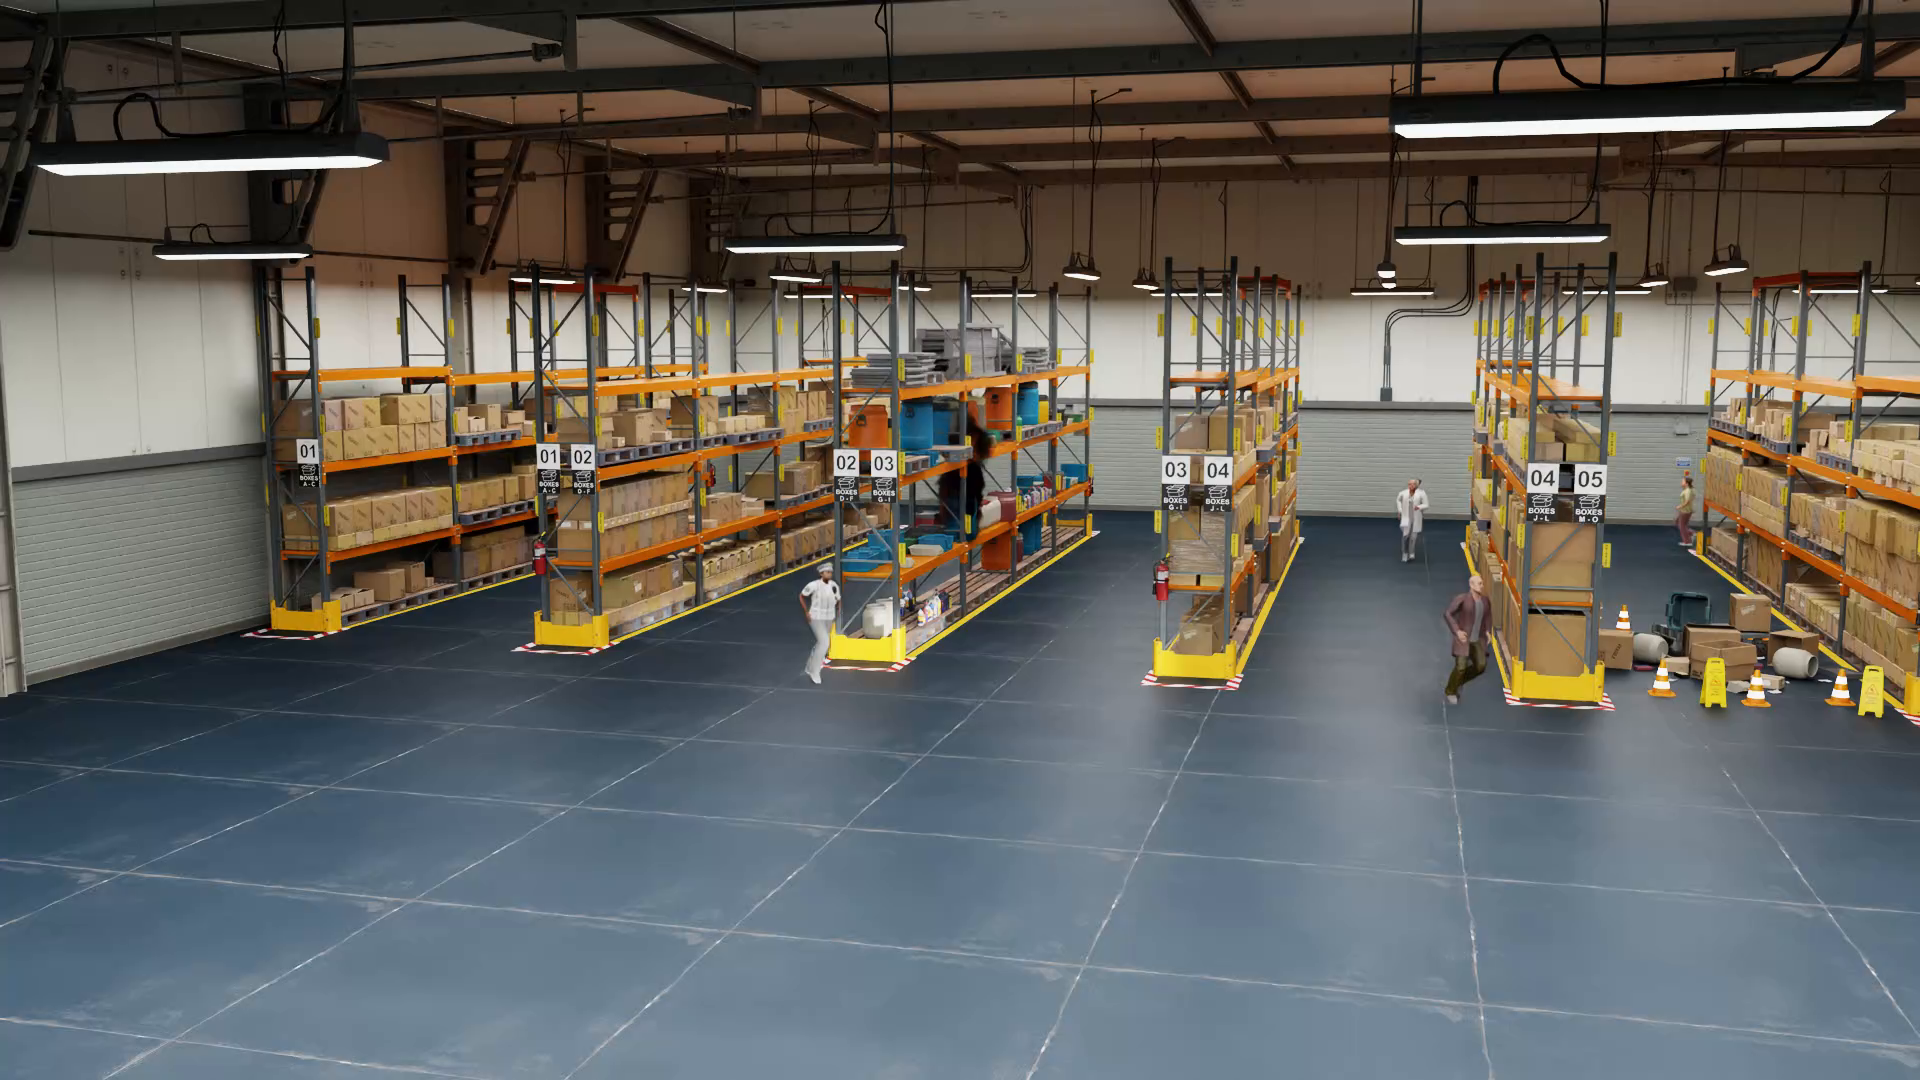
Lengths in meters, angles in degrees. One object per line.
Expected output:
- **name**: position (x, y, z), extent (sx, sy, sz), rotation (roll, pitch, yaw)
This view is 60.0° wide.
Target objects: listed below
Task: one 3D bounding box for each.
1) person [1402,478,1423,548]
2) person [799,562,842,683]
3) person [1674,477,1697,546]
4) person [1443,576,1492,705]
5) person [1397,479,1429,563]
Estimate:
- **person**: position (10.380, -0.616, 38.004), extent (0.584, 1.631, 0.482), rotation (3, 8, 20)
- **person**: position (-1.943, 1.166, 23.810), extent (0.561, 1.722, 0.683), rotation (-6, 10, -41)
- **person**: position (16.717, -0.649, 38.267), extent (0.517, 1.621, 0.628), rotation (3, 8, 21)
- **person**: position (6.866, 1.384, 22.333), extent (0.774, 1.632, 0.561), rotation (-2, 7, -14)
- **person**: position (9.728, -0.407, 35.800), extent (0.683, 1.805, 0.785), rotation (2, 8, 18)
